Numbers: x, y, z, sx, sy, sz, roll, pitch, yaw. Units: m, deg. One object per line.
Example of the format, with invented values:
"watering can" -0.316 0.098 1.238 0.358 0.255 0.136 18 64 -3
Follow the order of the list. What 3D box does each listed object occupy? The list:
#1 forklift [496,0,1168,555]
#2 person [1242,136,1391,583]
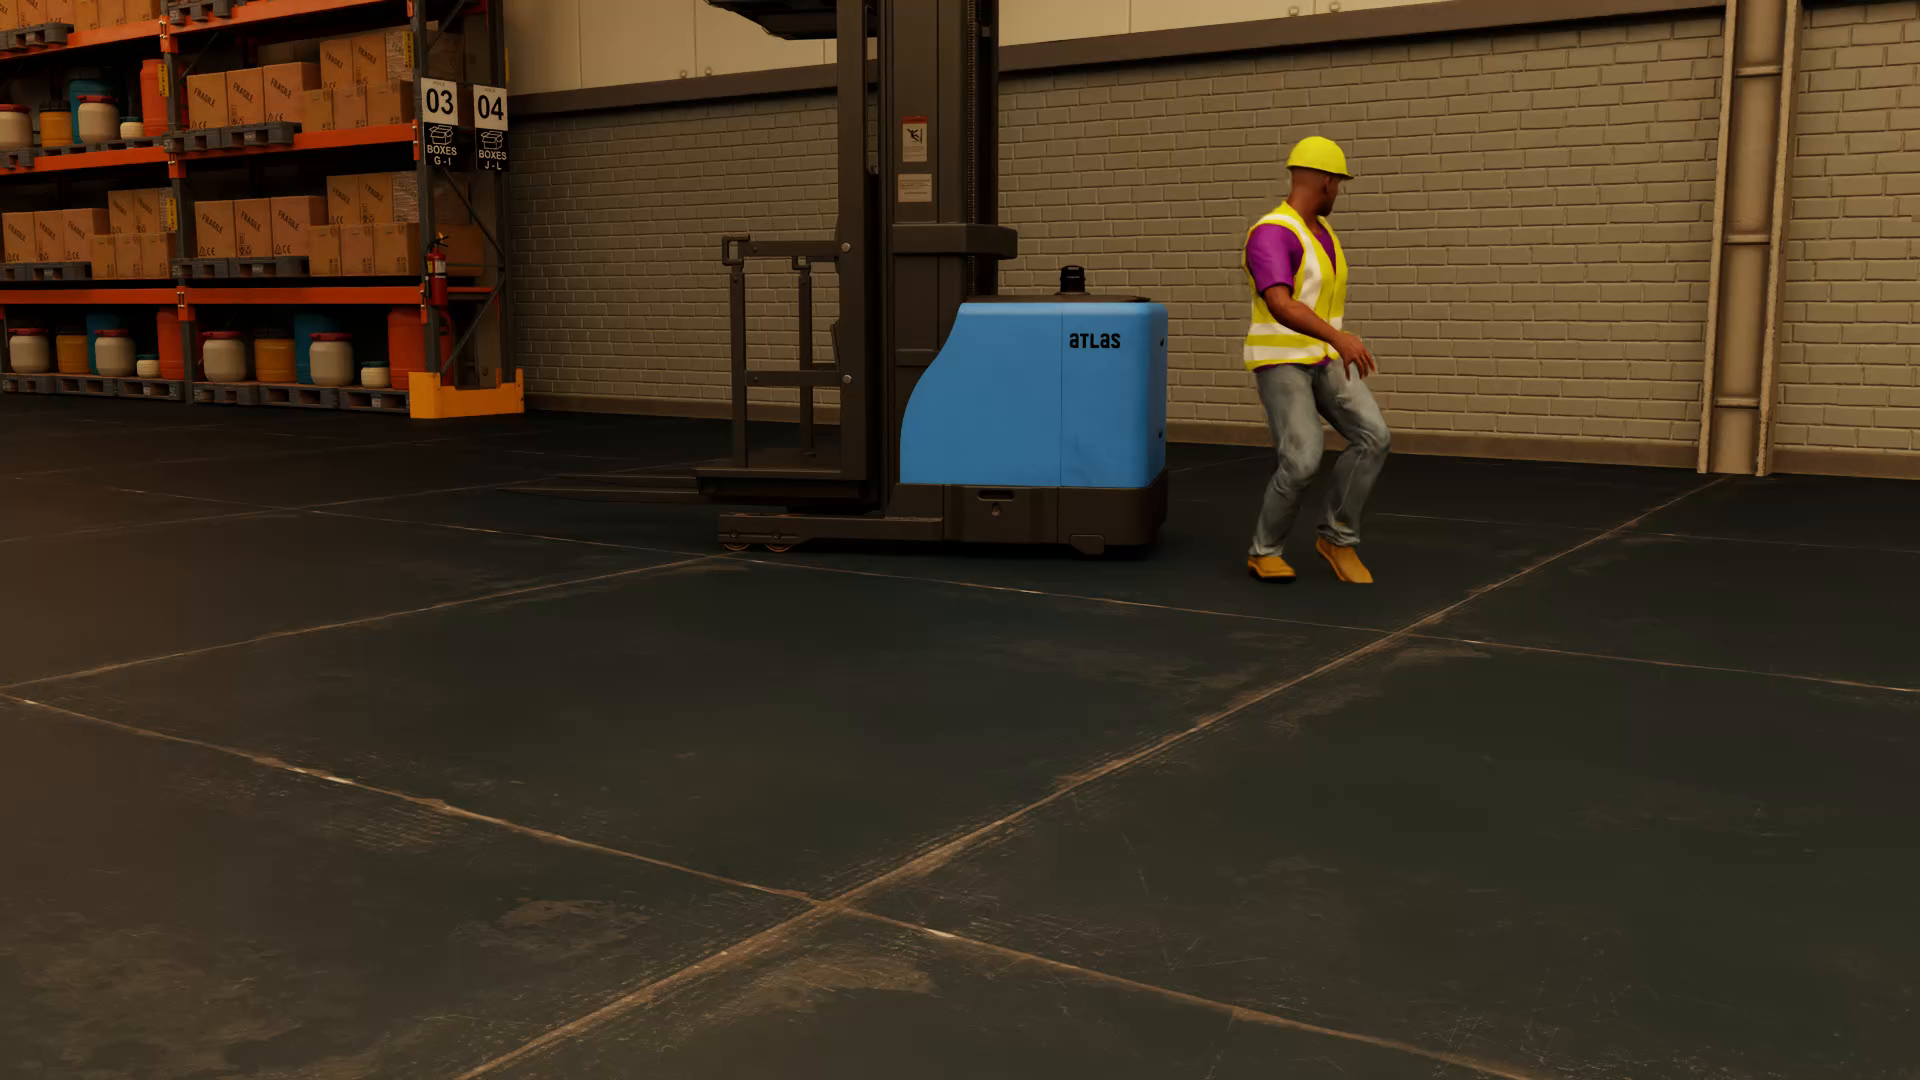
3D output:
"forklift" -0.596 -1.469 7.520 3.031 2.935 1.130 2 8 12
"person" 1.322 -0.669 6.447 0.708 1.741 0.789 -6 10 -38
